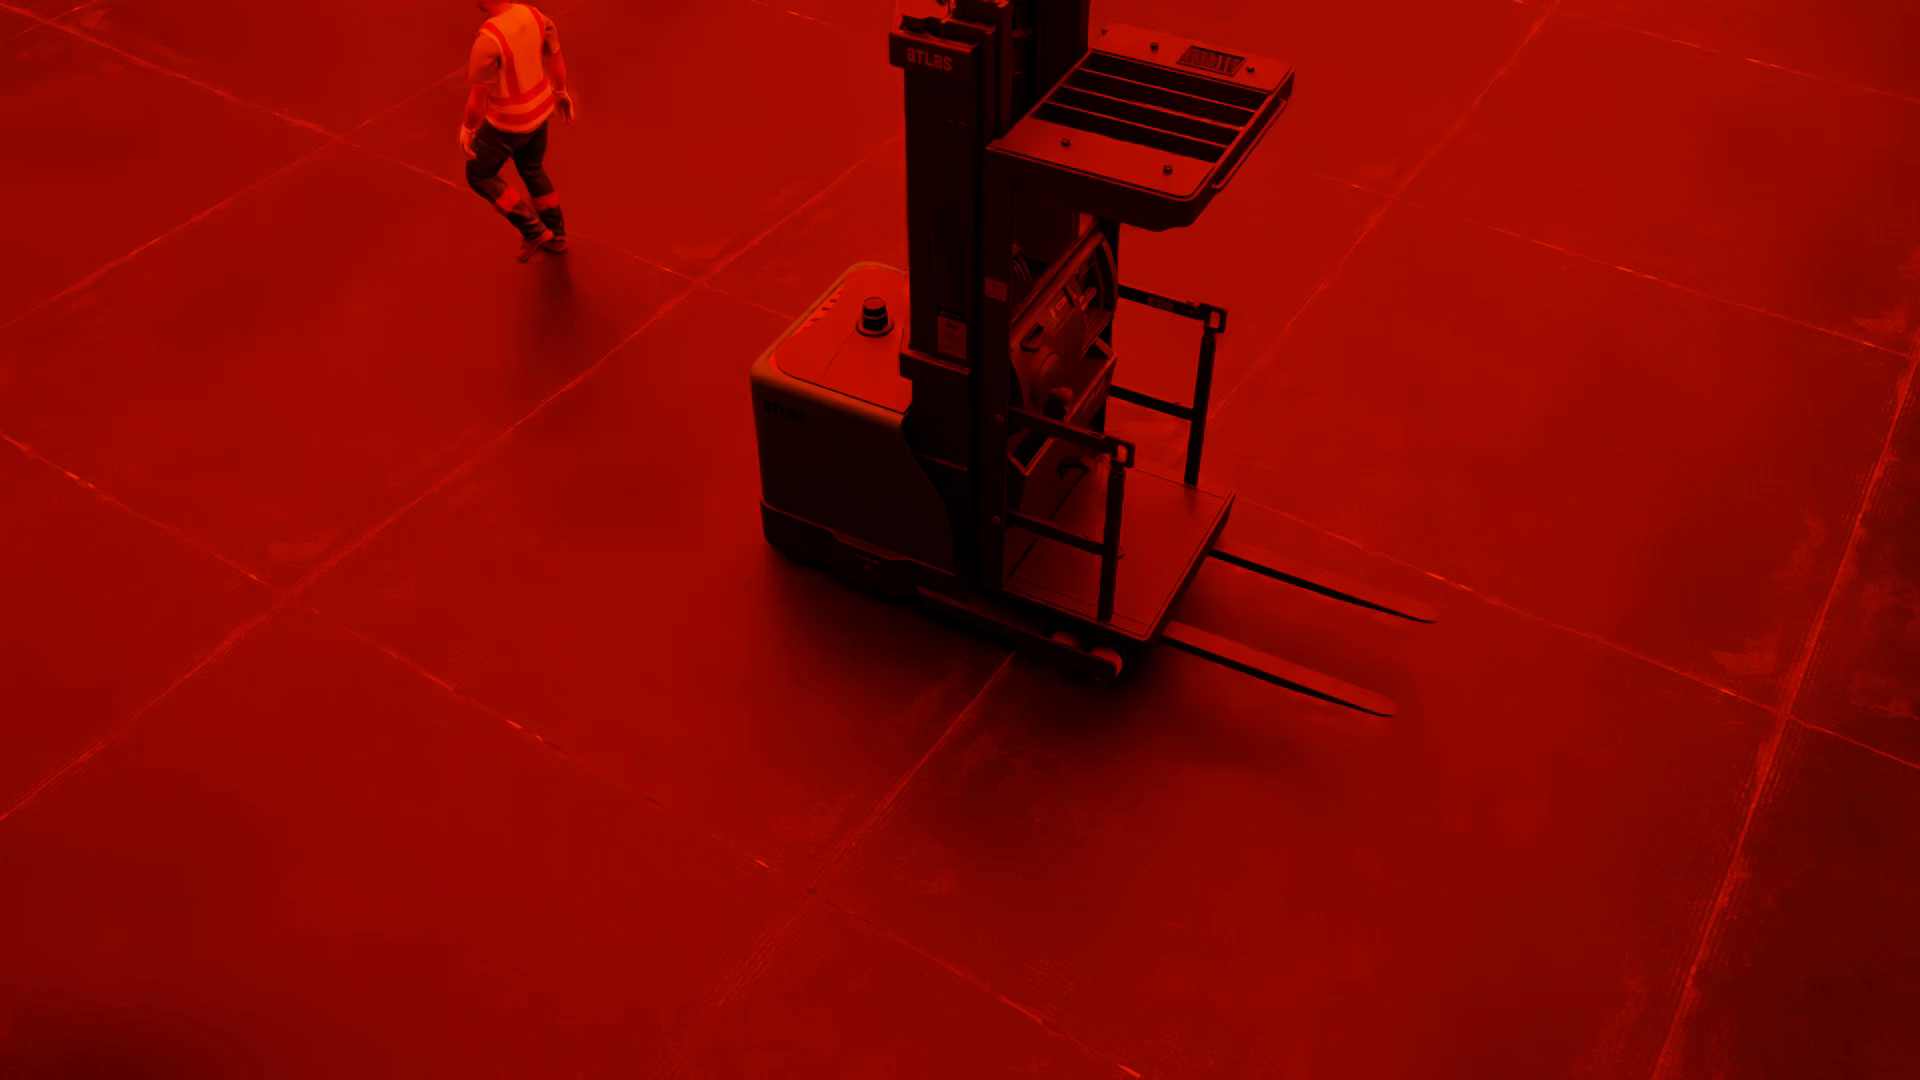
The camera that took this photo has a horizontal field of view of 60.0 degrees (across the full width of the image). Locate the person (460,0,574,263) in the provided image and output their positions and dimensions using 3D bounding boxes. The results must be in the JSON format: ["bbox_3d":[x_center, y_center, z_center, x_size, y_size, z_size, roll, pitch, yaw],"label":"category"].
[{"bbox_3d":[-2.482,-2.343,9.167,0.468,1.767,0.719,18,46,18],"label":"person"}]

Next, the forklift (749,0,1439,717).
[{"bbox_3d":[0.611,-0.856,6.752,3.031,2.935,1.130,20,47,20],"label":"forklift"}]
